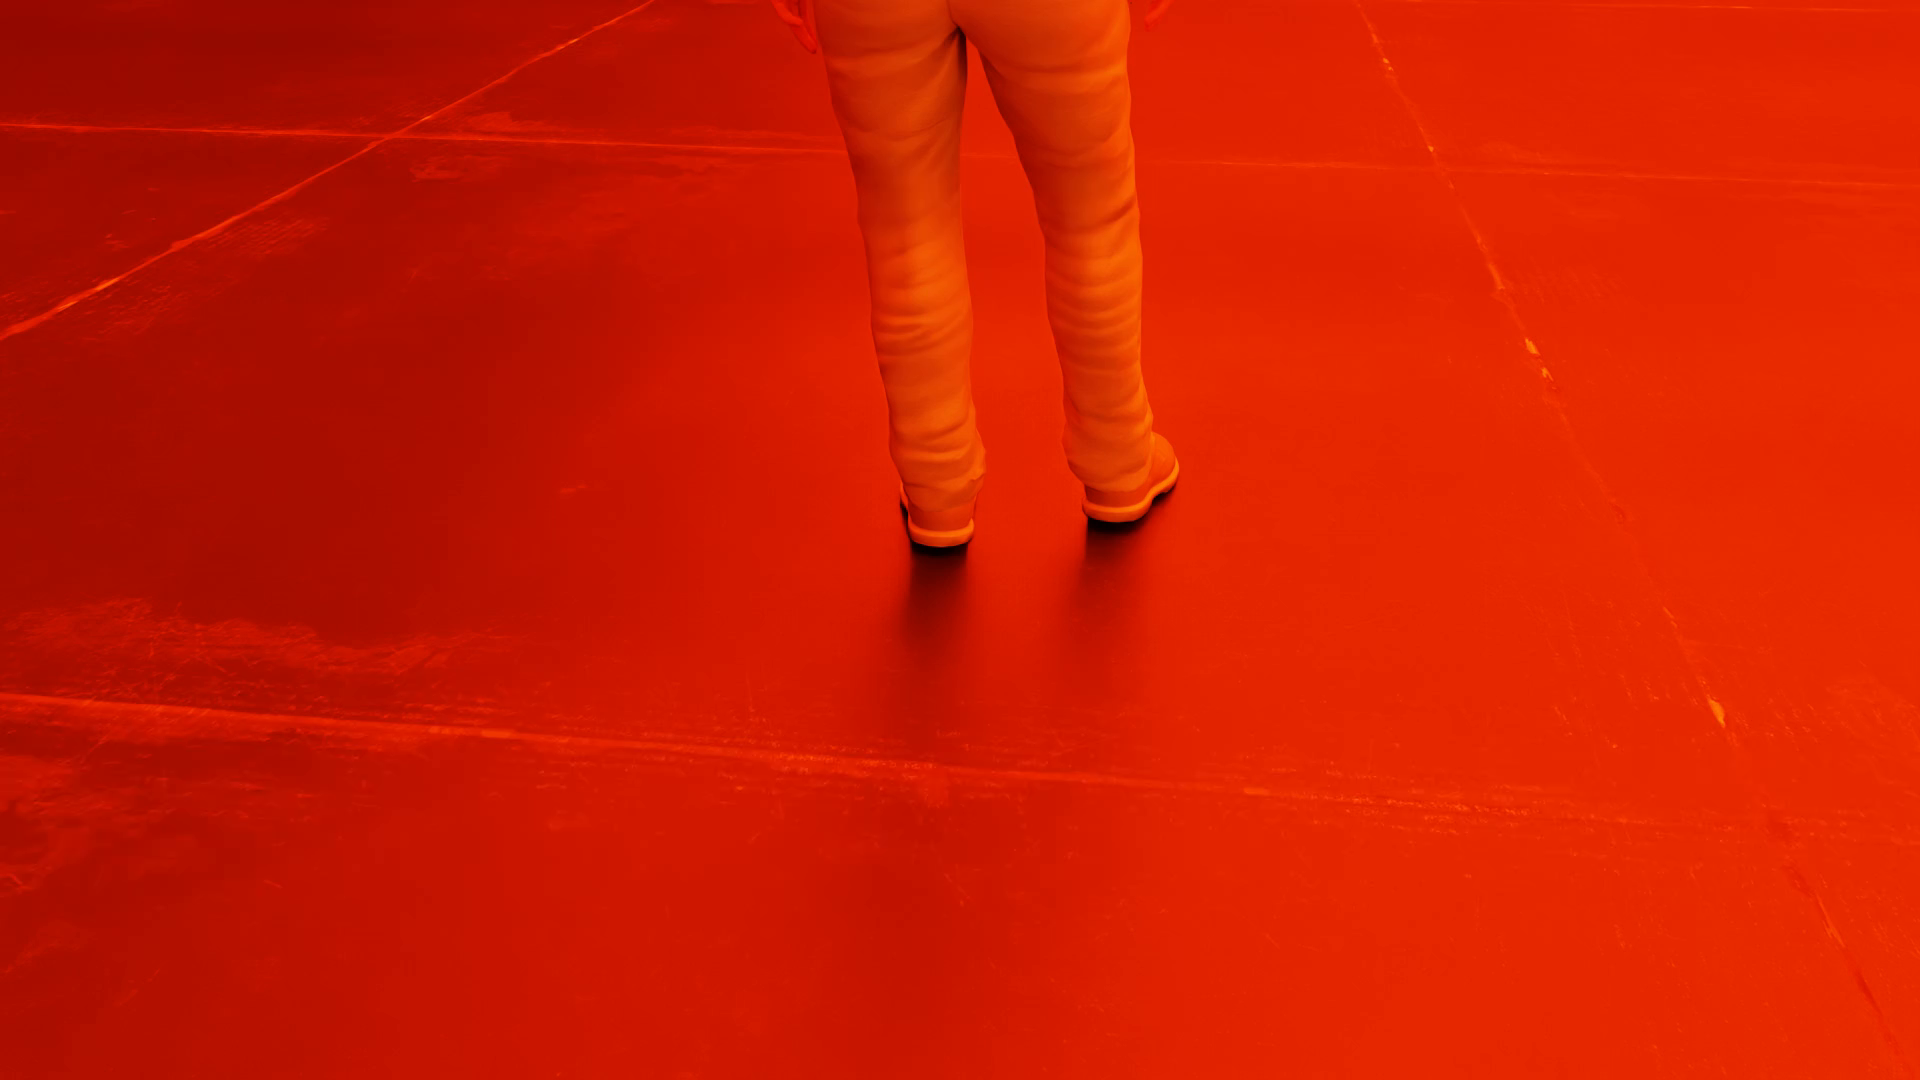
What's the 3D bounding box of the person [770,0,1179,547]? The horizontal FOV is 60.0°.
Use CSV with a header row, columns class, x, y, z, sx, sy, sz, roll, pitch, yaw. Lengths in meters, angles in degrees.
class,x,y,z,sx,sy,sz,roll,pitch,yaw
person,0.033,-0.786,2.190,0.598,1.670,0.527,3,27,7
